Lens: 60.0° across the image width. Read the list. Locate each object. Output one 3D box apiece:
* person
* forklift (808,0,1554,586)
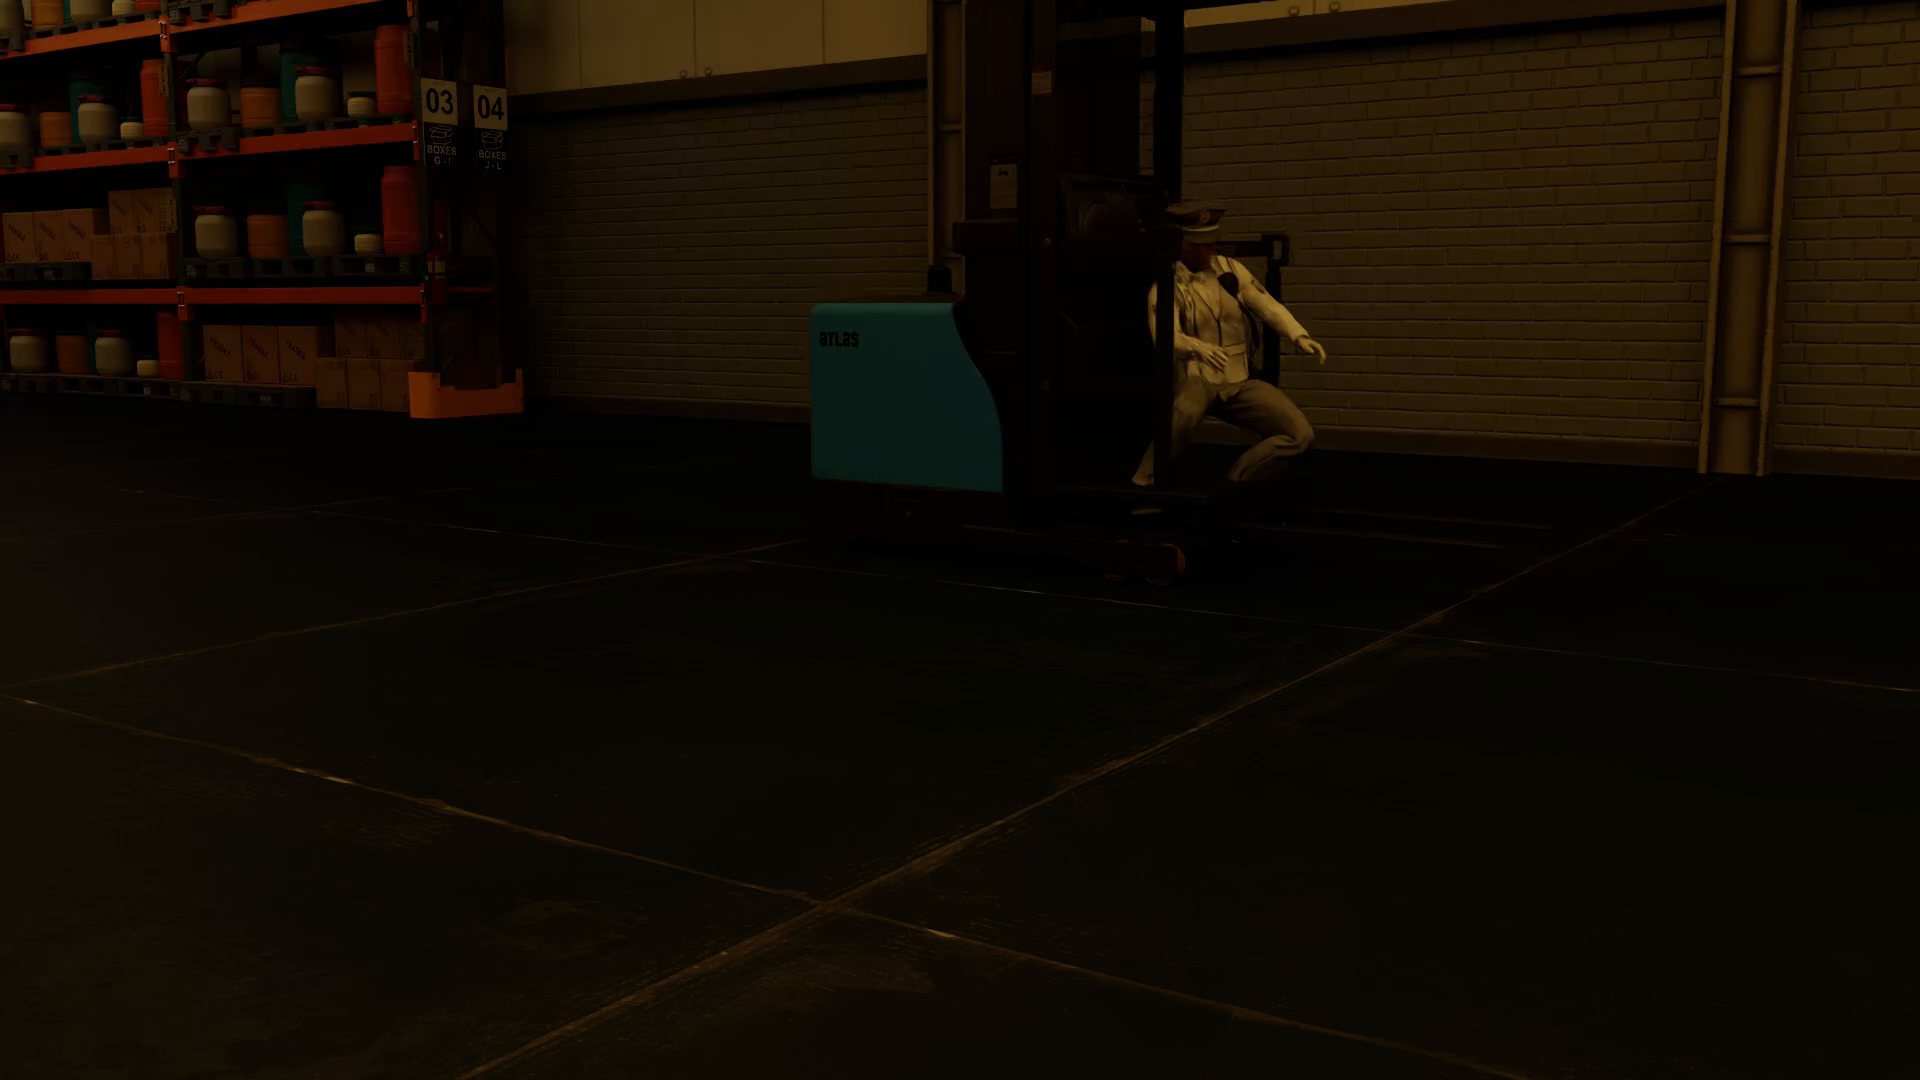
[{"bbox_3d":[1.024,-0.653,6.634,0.833,1.397,0.732,-3,9,-19],"label":"person"},{"bbox_3d":[0.831,-1.359,6.752,3.031,2.935,1.130,5,10,34],"label":"forklift"}]
